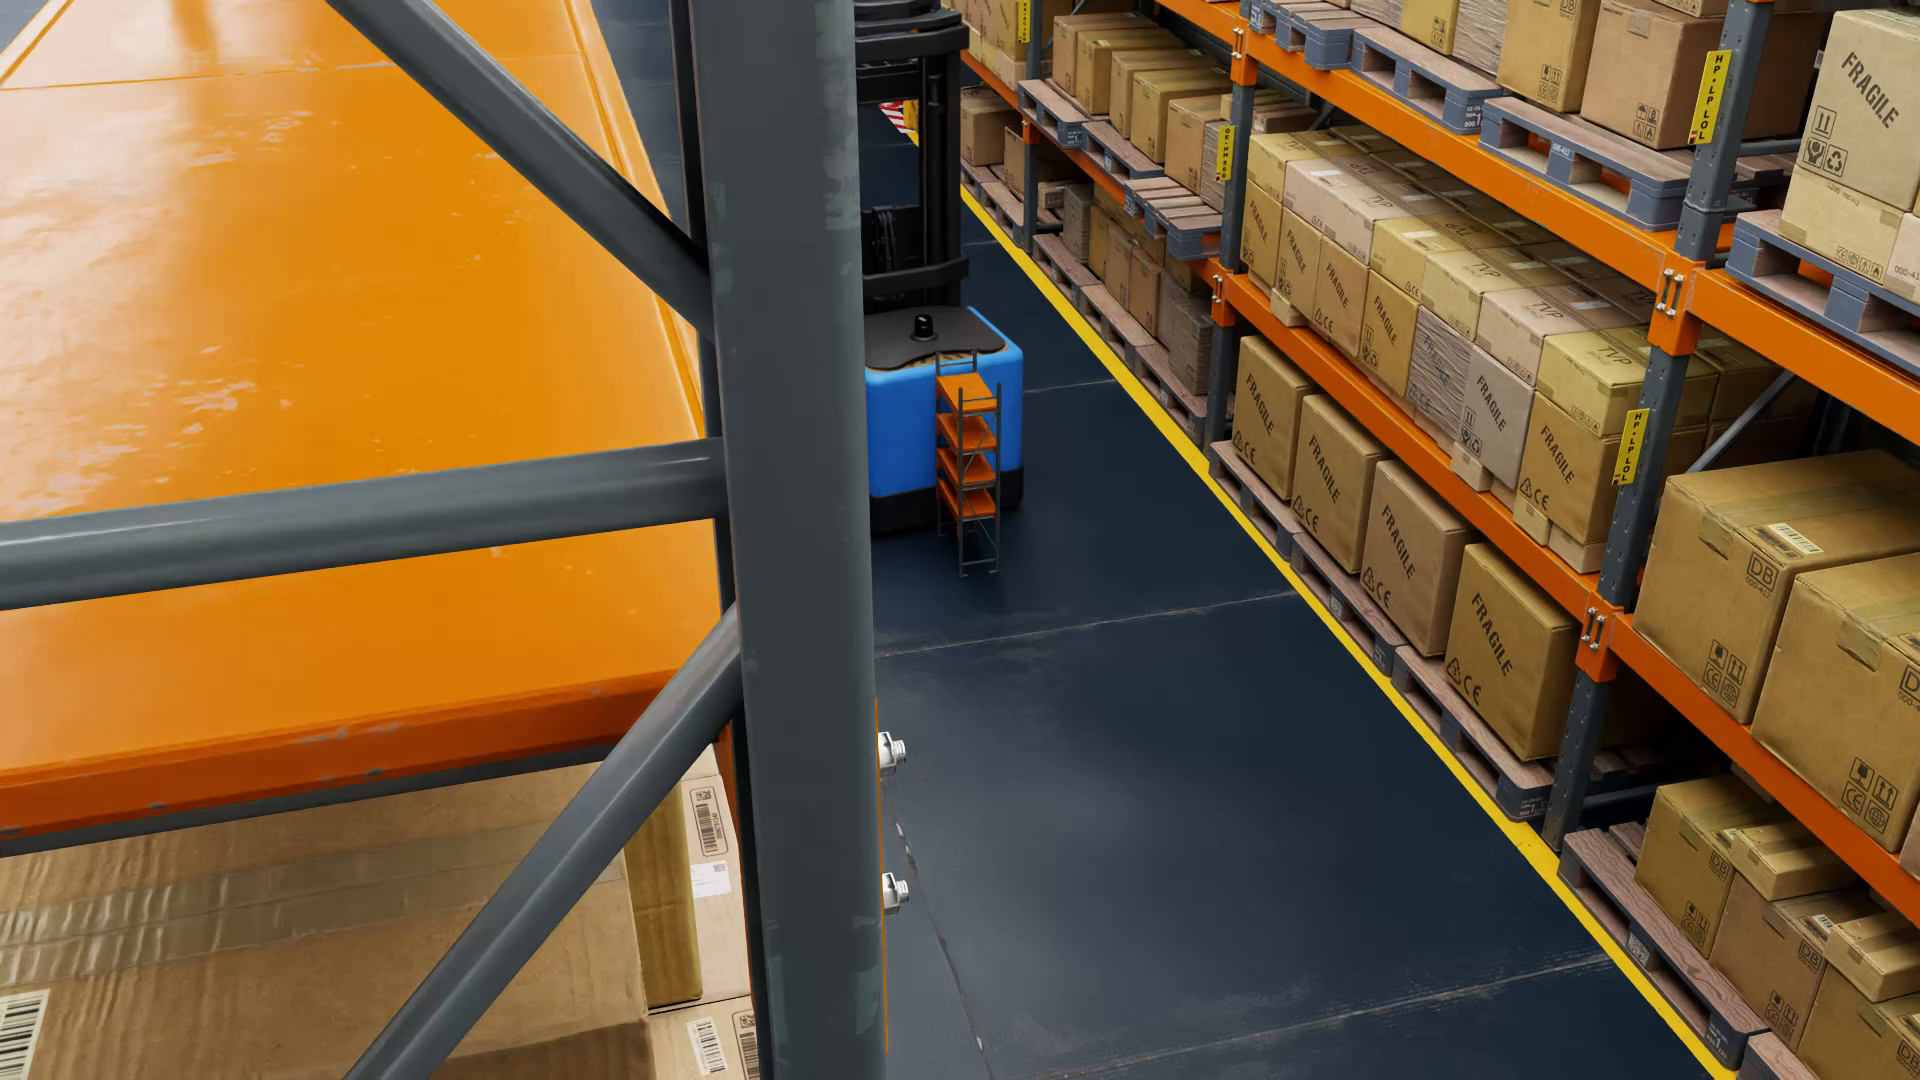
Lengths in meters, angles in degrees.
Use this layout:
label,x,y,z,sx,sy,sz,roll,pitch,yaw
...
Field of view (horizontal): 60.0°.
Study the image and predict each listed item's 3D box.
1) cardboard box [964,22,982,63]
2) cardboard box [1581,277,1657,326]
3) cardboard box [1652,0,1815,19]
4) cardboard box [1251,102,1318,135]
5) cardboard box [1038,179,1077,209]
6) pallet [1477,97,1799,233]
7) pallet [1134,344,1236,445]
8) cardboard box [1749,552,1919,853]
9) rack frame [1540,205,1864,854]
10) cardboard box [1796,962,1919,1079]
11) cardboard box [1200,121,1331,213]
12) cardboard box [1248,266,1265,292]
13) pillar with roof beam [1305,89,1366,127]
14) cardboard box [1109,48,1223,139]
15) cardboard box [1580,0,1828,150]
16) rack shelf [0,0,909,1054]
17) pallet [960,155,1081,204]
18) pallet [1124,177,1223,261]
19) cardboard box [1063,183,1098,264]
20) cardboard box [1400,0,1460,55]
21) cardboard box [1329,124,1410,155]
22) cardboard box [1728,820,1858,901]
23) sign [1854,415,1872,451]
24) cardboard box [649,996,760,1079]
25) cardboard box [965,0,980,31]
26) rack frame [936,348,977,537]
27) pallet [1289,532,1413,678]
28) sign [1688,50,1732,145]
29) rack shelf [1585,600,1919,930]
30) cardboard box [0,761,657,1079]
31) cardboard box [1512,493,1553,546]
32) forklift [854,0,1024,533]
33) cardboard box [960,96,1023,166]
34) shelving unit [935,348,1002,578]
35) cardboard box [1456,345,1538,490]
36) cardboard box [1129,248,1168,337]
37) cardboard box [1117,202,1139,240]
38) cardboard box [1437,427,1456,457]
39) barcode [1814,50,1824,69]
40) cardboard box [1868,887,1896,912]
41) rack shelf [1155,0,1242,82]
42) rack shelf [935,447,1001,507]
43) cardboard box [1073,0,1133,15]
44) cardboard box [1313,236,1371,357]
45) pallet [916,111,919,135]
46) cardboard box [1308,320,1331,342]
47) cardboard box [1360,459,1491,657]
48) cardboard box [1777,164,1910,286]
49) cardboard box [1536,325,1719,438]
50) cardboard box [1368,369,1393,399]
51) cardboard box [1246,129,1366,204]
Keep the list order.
label,x,y,z,sx,sy,sz,roll,pitch,yaw
cardboard box,0.346,-4.453,14.809,0.500,0.250,0.500,-8,31,-14
cardboard box,3.144,-0.988,7.528,0.500,0.250,0.500,-7,31,-13
cardboard box,3.053,-2.273,6.632,0.500,0.250,0.500,-6,31,-10
cardboard box,1.978,-2.583,10.263,0.380,0.149,0.250,-12,32,-20
cardboard box,0.866,-3.056,14.656,0.380,0.166,0.250,-12,32,-20
pallet,2.869,-1.626,6.992,0.805,0.209,1.217,-9,31,-15
pallet,1.893,-1.077,11.630,1.003,0.211,1.213,-8,31,-13
cardboard box,3.477,0.514,5.800,0.980,0.700,0.700,-9,31,-15
rack frame,3.160,0.026,6.942,1.000,3.000,0.127,-8,31,-13
cardboard box,3.524,1.792,5.966,0.700,0.500,0.500,-7,31,-12
cardboard box,1.964,-2.365,10.534,0.700,0.500,0.500,-12,32,-19
cardboard box,1.963,-1.616,10.009,0.380,0.149,0.250,-8,31,-14
pillar with roof beam,-1.563,-4.673,9.071,9.100,9.000,0.400,-8,31,-13
cardboard box,1.485,-3.236,12.039,0.700,0.500,0.500,-4,30,-6
cardboard box,3.033,-1.945,6.815,0.700,0.500,0.500,-10,31,-16
rack shelf,-1.084,-0.631,2.810,1.077,0.370,4.000,-8,31,-13
pallet,0.497,-3.541,15.888,1.003,0.211,1.213,-8,31,-13
pallet,1.807,-2.153,10.898,1.213,0.211,1.003,-8,31,-13
cardboard box,1.248,-2.593,13.523,0.700,0.500,0.500,-7,31,-12
cardboard box,2.608,-2.693,8.107,0.700,0.500,0.500,-6,31,-11
cardboard box,2.469,-2.226,9.668,0.500,0.250,0.500,-7,31,-12
cardboard box,3.175,1.210,6.325,0.380,0.149,0.250,-7,31,-12
sign,3.695,-0.457,6.834,0.100,0.325,0.005,-8,31,-13
cardboard box,-0.438,0.886,2.112,0.500,0.250,0.500,-8,31,-13
cardboard box,0.352,-4.778,14.623,0.500,0.500,0.500,-9,31,-15
rack frame,-0.021,-0.557,9.746,0.240,1.200,0.015,-8,31,-13
pallet,2.555,0.280,9.287,1.003,0.211,1.213,-8,31,-13
sign,2.640,-1.555,5.849,0.100,0.325,0.005,-8,31,-13
rack shelf,3.691,1.303,5.453,1.077,0.370,4.000,-8,31,-13
cardboard box,-0.705,0.598,1.861,0.700,0.500,0.500,-8,31,-13
cardboard box,2.708,-0.118,7.422,0.380,0.149,0.250,-7,31,-12
forklift,-0.655,-2.034,10.569,1.130,2.935,3.031,-12,32,-20
cardboard box,0.370,-3.896,15.774,0.700,0.500,0.500,-10,31,-16
shelving unit,0.044,-0.439,9.542,0.258,1.200,0.503,-8,31,-13
cardboard box,2.650,-0.589,7.588,0.500,0.500,0.500,-8,31,-13
cardboard box,1.673,-1.856,12.249,0.700,0.500,0.500,-8,31,-14
cardboard box,1.510,-2.455,12.535,0.500,0.250,0.500,-9,31,-15
cardboard box,2.555,-0.496,8.074,0.380,0.149,0.250,-8,31,-13
barcode,3.340,-1.860,6.447,0.001,0.075,0.075,-5,30,-9
cardboard box,3.625,1.305,6.160,0.380,0.149,0.250,-9,31,-15
rack shelf,1.568,-3.859,11.377,1.077,0.370,4.000,-8,31,-13
rack shelf,0.044,-0.381,9.576,0.258,0.148,0.480,-8,31,-13
cardboard box,1.114,-4.361,13.902,0.500,0.500,0.500,-9,31,-14
cardboard box,2.242,-1.324,8.857,0.500,0.500,0.500,-8,31,-13
pallet,0.177,-4.129,16.904,1.003,0.211,1.213,-8,31,-13
cardboard box,2.196,-1.248,9.374,0.380,0.149,0.250,-8,31,-14
cardboard box,2.624,0.049,8.629,0.750,0.750,0.750,-7,31,-12
cardboard box,3.090,-1.063,5.460,0.500,0.250,0.500,-8,31,-13
cardboard box,2.790,-0.671,6.980,0.500,0.250,0.500,-7,31,-12
cardboard box,2.380,-0.877,8.732,0.380,0.149,0.250,-8,31,-13
cardboard box,1.978,-2.144,9.525,0.500,0.250,0.500,-7,31,-12
